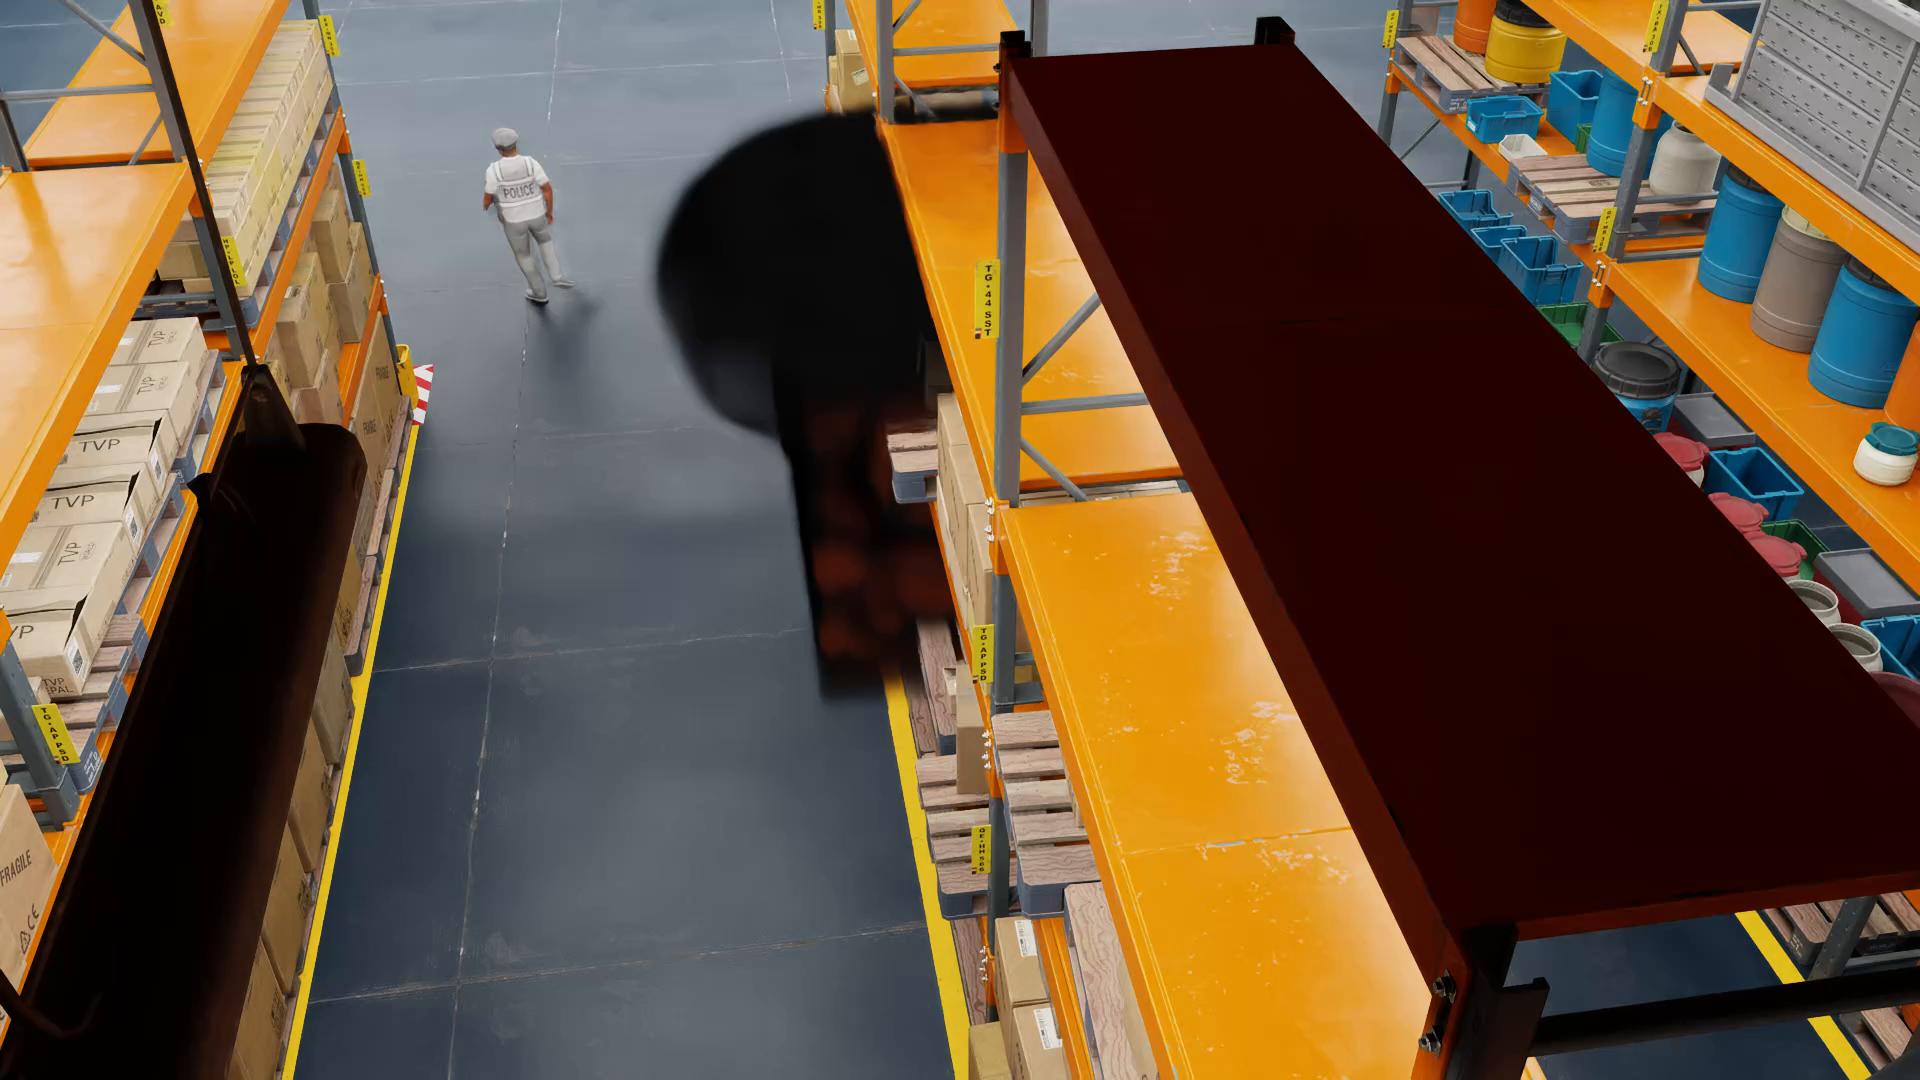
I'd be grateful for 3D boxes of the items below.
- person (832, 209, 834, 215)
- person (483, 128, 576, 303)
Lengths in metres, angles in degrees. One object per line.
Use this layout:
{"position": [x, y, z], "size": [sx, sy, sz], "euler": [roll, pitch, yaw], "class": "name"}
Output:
{"position": [-0.841, -3.098, 16.411], "size": [0.819, 1.494, 0.646], "euler": [7, 37, 10], "class": "person"}
{"position": [-4.302, -3.214, 16.371], "size": [0.705, 1.753, 0.691], "euler": [-22, 42, -27], "class": "person"}
